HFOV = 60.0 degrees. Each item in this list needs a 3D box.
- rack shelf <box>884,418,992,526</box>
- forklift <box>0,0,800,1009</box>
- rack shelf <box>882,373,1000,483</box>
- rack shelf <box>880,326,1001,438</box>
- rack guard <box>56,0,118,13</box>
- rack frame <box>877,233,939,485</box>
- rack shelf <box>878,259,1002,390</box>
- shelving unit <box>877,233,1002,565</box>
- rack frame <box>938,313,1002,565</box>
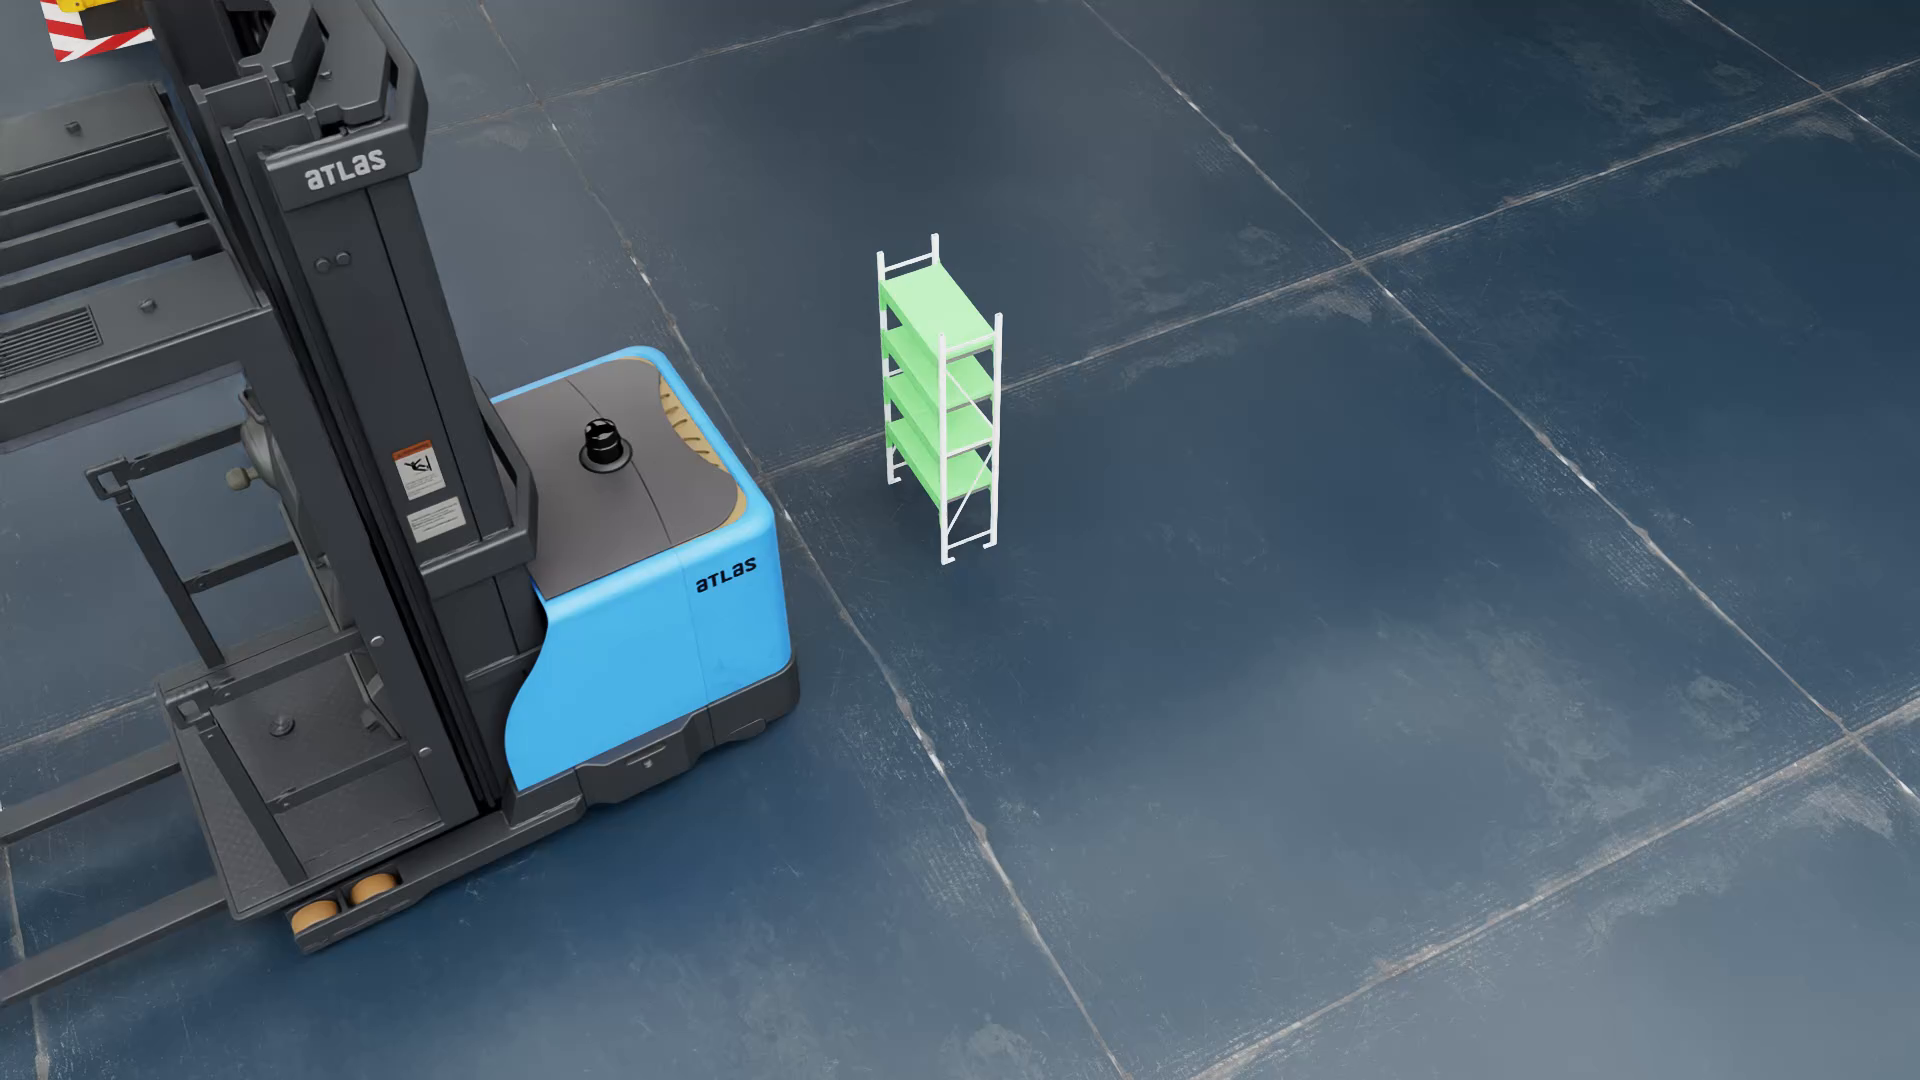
[{"bbox_3d":[-0.076,-0.306,6.517,0.258,0.148,0.480,-21,52,-18],"label":"rack shelf"},{"bbox_3d":[-2.111,-0.084,4.769,3.031,2.935,1.130,-24,53,-20],"label":"forklift"},{"bbox_3d":[-0.076,-0.464,6.336,0.258,0.148,0.480,-21,52,-18],"label":"rack shelf"},{"bbox_3d":[-0.076,-0.622,6.155,0.258,0.148,0.480,-21,52,-18],"label":"rack shelf"},{"bbox_3d":[-4.515,-3.378,9.265,1.175,0.500,0.348,-21,52,-18],"label":"rack guard"},{"bbox_3d":[-0.187,-0.669,6.431,0.240,1.200,0.015,-21,52,-18],"label":"rack frame"},{"bbox_3d":[-0.076,-0.780,5.975,0.258,0.148,0.480,-21,52,-18],"label":"rack shelf"},{"bbox_3d":[-0.076,-0.506,6.288,0.258,1.200,0.503,-21,52,-18],"label":"shelving unit"},{"bbox_3d":[0.036,-0.342,6.145,0.240,1.200,0.015,-21,52,-18],"label":"rack frame"}]
